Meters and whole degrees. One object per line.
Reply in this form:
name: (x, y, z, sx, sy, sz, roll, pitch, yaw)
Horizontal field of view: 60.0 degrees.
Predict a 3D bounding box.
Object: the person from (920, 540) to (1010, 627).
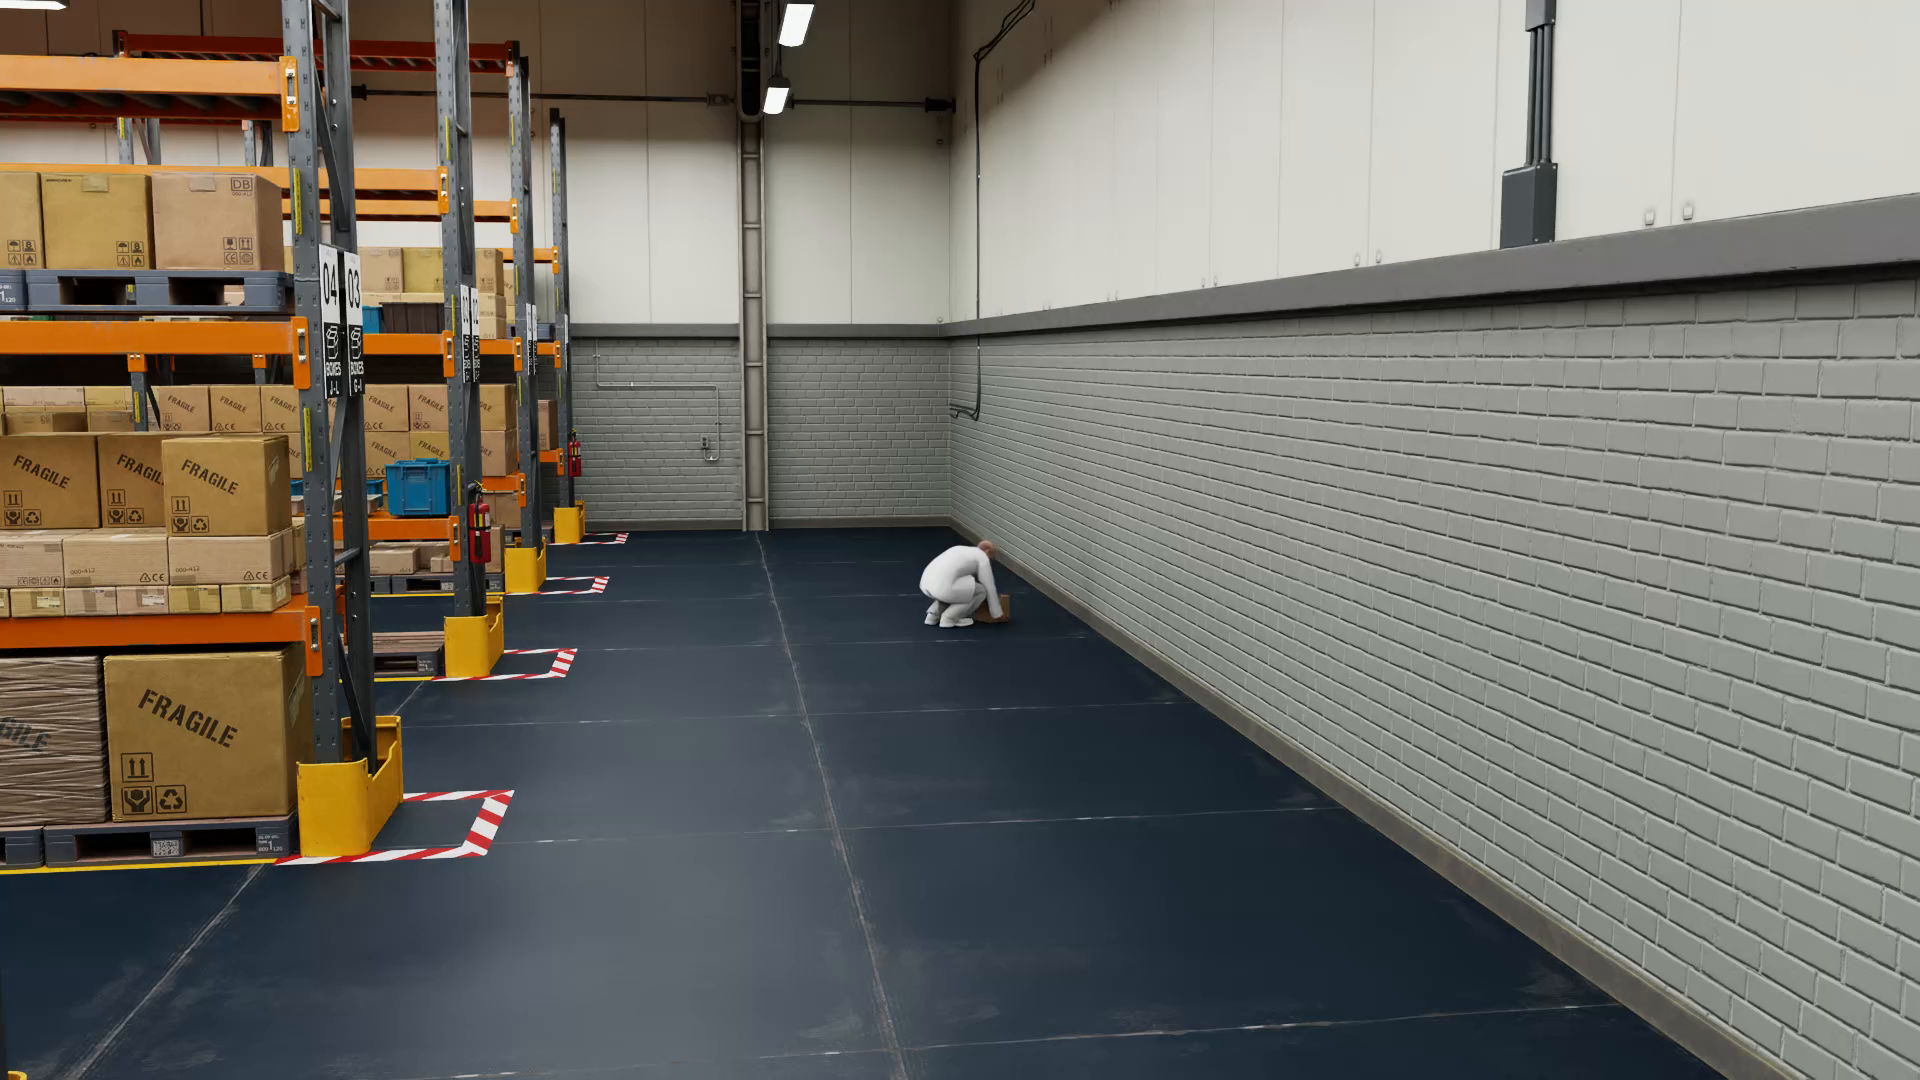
person: (0.023, 0.473, 16.373, 0.932, 0.889, 0.582, -5, 8, -38)
